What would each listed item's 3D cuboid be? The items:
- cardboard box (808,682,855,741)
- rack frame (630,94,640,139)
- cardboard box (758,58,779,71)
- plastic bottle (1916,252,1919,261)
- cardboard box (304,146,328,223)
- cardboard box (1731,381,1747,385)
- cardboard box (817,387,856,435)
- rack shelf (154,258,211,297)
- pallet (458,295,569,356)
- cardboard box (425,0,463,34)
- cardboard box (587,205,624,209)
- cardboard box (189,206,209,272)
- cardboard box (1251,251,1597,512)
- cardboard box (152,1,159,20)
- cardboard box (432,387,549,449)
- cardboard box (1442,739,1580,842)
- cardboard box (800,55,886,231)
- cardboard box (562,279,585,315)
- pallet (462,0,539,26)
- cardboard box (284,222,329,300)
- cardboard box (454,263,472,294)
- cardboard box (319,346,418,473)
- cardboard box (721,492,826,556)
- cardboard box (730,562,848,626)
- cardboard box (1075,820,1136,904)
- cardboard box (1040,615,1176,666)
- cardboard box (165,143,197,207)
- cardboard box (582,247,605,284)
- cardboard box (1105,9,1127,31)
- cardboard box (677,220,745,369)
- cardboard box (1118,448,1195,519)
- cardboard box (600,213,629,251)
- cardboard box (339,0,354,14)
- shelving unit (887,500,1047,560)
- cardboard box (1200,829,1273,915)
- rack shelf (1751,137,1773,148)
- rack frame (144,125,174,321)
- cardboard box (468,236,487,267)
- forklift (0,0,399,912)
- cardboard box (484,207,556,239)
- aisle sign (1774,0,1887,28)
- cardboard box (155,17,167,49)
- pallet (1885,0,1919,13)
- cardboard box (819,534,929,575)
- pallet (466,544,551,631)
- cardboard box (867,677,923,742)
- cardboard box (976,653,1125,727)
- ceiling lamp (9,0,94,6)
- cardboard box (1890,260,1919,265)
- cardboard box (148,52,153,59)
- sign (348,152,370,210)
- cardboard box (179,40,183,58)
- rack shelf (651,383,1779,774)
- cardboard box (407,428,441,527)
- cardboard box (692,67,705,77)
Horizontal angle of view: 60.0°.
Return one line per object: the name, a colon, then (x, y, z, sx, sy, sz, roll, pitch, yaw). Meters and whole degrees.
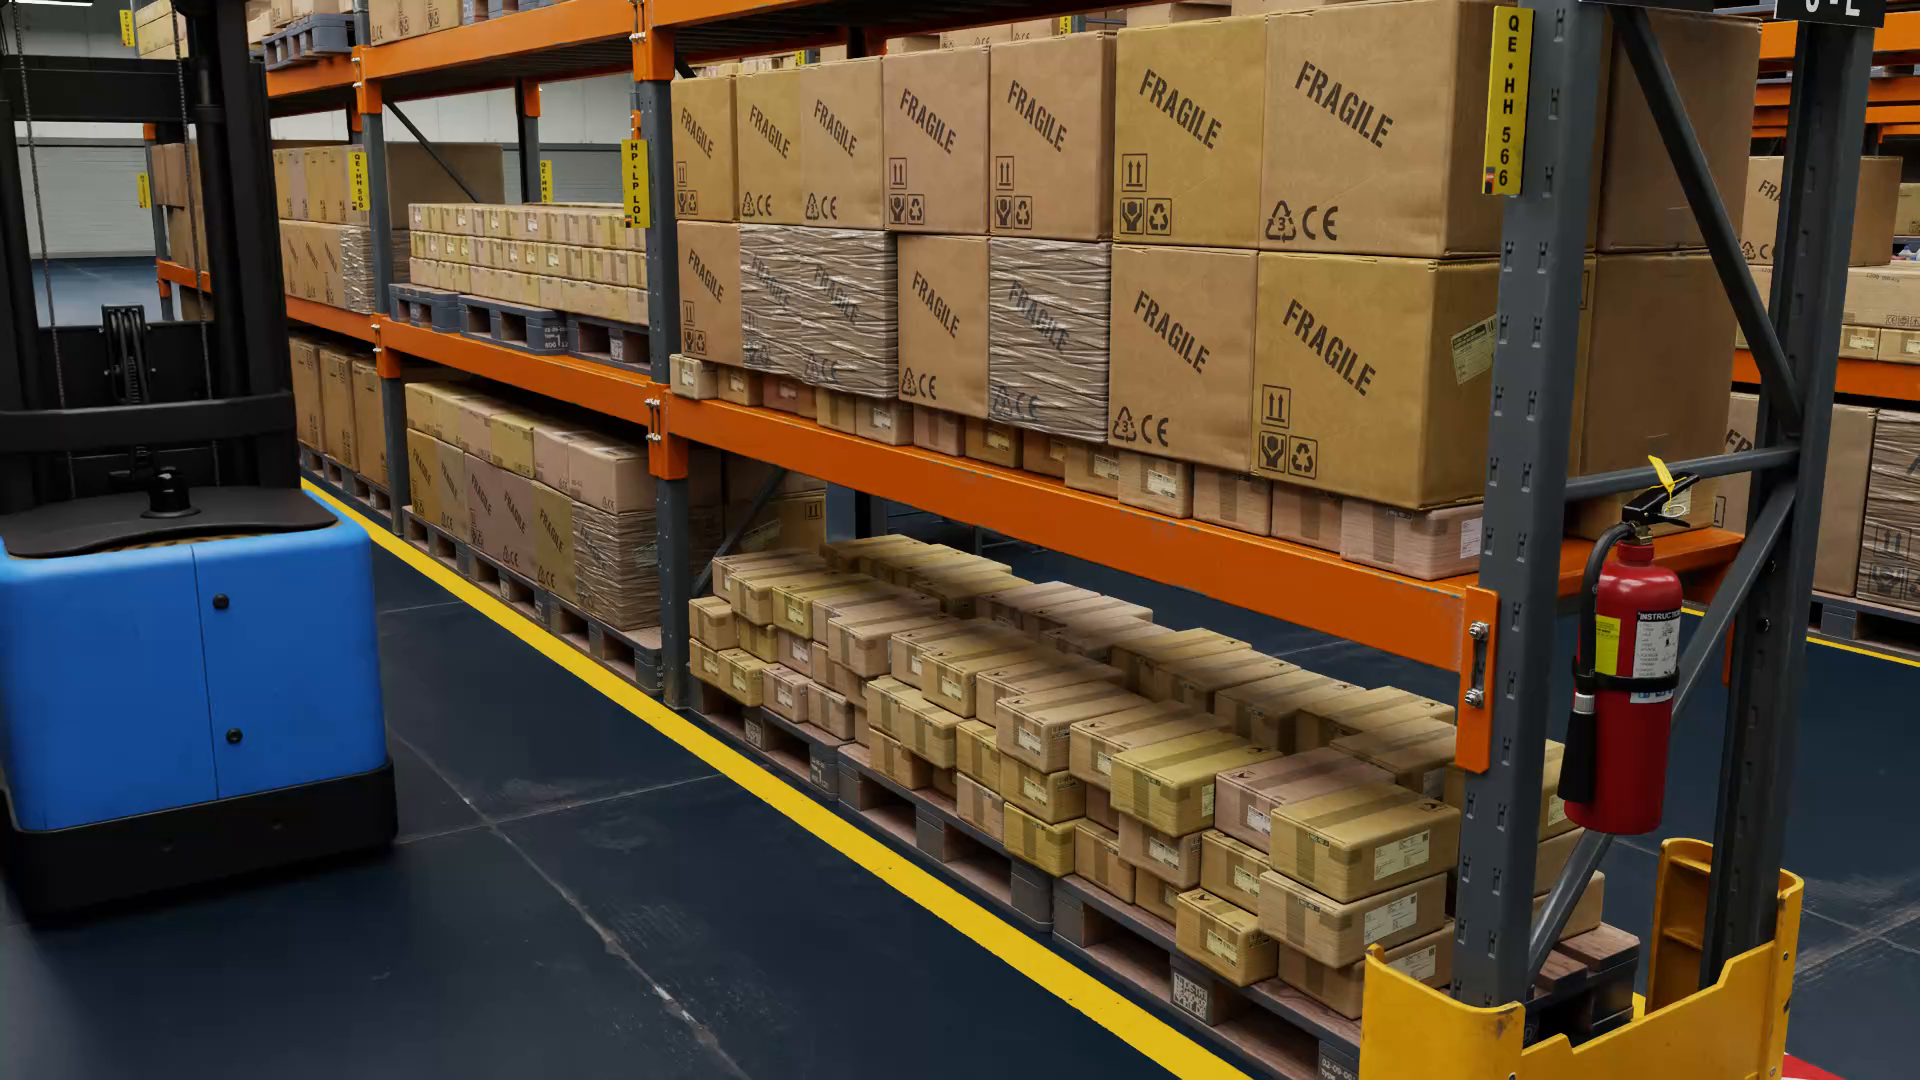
cardboard box: (-0.314, 0.575, 5.901, 0.380, 0.149, 0.250, -8, 15, -34)
rack frame: (-3.223, -3.543, 19.043, 1.000, 3.000, 0.127, -8, 15, -33)
cardboard box: (-1.710, -4.535, 15.975, 0.380, 0.149, 0.250, -9, 15, -36)
plastic bottle: (7.062, -1.967, 12.124, 0.152, 0.276, 0.135, -8, 15, -33)
cardboard box: (-4.067, -2.441, 11.430, 0.700, 0.500, 0.500, -8, 15, -33)
cardboard box: (3.725, -0.449, 8.886, 0.875, 0.875, 0.875, -8, 15, -33)
cardboard box: (-0.247, -0.448, 5.478, 0.380, 0.149, 0.250, -8, 15, -32)
rack shelf: (-6.300, -2.267, 14.891, 1.077, 0.370, 4.000, -8, 15, -33)
pallet: (-1.845, -1.110, 8.367, 1.003, 0.211, 1.213, -8, 15, -33)
cardboard box: (-2.316, -2.756, 8.188, 0.500, 0.500, 0.500, -8, 15, -33)
cardboard box: (-1.760, -1.709, 8.870, 0.380, 0.149, 0.250, -8, 15, -33)
cardboard box: (-6.308, -2.688, 14.780, 0.875, 0.550, 0.500, -8, 15, -33)
cardboard box: (0.994, -0.372, 3.612, 0.500, 0.500, 0.500, -8, 15, -32)
cardboard box: (-6.925, -4.682, 14.735, 0.380, 0.149, 0.250, -8, 15, -34)
cardboard box: (-2.514, -0.660, 8.972, 0.500, 0.250, 0.500, -8, 15, -33)
cardboard box: (1.449, 0.635, 4.235, 0.380, 0.149, 0.250, -9, 15, -35)
cardboard box: (-0.159, -1.230, 5.193, 0.500, 0.500, 0.500, -8, 15, -32)
cardboard box: (-1.564, -1.105, 7.498, 0.380, 0.149, 0.250, -9, 15, -36)
pallet: (-1.590, -2.520, 7.783, 1.213, 0.211, 1.003, -8, 15, -33)
cardboard box: (-4.288, -1.917, 11.372, 0.500, 0.500, 0.500, -8, 15, -32)
cardboard box: (-2.446, -1.387, 8.787, 0.380, 0.149, 0.250, -7, 14, -30)
cardboard box: (-3.725, -0.932, 11.383, 1.050, 0.750, 0.750, -8, 15, -32)
cardboard box: (-0.948, 0.013, 7.648, 0.500, 0.500, 0.500, -7, 14, -31)
cardboard box: (-0.638, 0.199, 6.229, 0.380, 0.149, 0.250, -7, 14, -30)
cardboard box: (0.542, 0.857, 4.613, 0.380, 0.149, 0.250, -8, 15, -32)
cardboard box: (0.485, 0.370, 5.447, 0.380, 0.149, 0.250, -8, 15, -33)
cardboard box: (-6.656, -3.302, 15.060, 0.875, 0.550, 0.550, -8, 15, -33)
cardboard box: (-1.426, -1.206, 7.265, 0.380, 0.149, 0.250, -7, 14, -30)
cardboard box: (1.163, -3.993, 12.674, 0.500, 0.500, 0.500, -8, 15, -32)
cardboard box: (-0.695, -0.916, 6.100, 0.500, 0.500, 0.500, -8, 15, -34)
cardboard box: (0.622, -0.164, 4.181, 0.380, 0.149, 0.250, -8, 14, -31)
cardboard box: (-1.294, -1.309, 7.039, 0.380, 0.149, 0.250, -9, 15, -34)
cardboard box: (-3.491, -3.237, 9.951, 0.380, 0.166, 0.250, -8, 15, -33)
shelving unit: (0.004, -0.548, 9.736, 0.538, 1.125, 1.048, -8, 15, -33)
cardboard box: (0.827, 0.801, 4.173, 0.380, 0.149, 0.250, -9, 15, -34)
rack shelf: (10.256, -6.060, 25.216, 1.077, 0.370, 4.000, -8, 15, -33)
rack frame: (-7.408, -2.974, 16.441, 1.000, 3.000, 0.127, -8, 15, -33)
cardboard box: (-2.295, -1.485, 8.540, 0.380, 0.149, 0.250, -8, 15, -33)
forklift: (-3.005, -0.631, 5.887, 1.130, 2.935, 3.031, -8, 15, -32)
cardboard box: (-2.151, -1.586, 8.304, 0.380, 0.149, 0.250, -8, 14, -31)
aisle sign: (1.747, -1.421, 3.254, 0.394, 0.787, 0.004, -8, 15, -33)
cardboard box: (-6.792, -4.470, 14.695, 0.500, 0.250, 0.500, -8, 15, -33)
pallet: (4.542, -2.468, 7.311, 1.003, 0.211, 1.213, -8, 15, -33)
cardboard box: (-0.346, 0.089, 6.729, 0.380, 0.149, 0.250, -8, 14, -31)
pallet: (-1.872, 0.167, 8.605, 1.003, 0.211, 1.213, -8, 15, -33)
cardboard box: (-0.078, 0.530, 5.408, 0.380, 0.149, 0.250, -8, 15, -33)
cardboard box: (0.272, 0.467, 5.003, 0.380, 0.149, 0.250, -9, 15, -35)
ceiling lamp: (-20.342, -13.419, 36.497, 2.000, 3.185, 0.800, -8, 15, -33)
cardboard box: (4.461, -1.251, 8.217, 0.500, 0.250, 0.500, -8, 15, -32)
cardboard box: (-7.205, -4.382, 15.228, 0.380, 0.149, 0.250, -8, 15, -33)
sign: (-3.436, -2.051, 9.508, 0.100, 0.325, 0.005, -8, 15, -33)
cardboard box: (-6.367, -4.113, 13.997, 0.380, 0.149, 0.250, -8, 15, -33)
rack shelf: (0.349, -0.133, 5.132, 1.077, 0.370, 4.000, -8, 15, -33)
cardboard box: (-2.796, -0.379, 9.443, 0.500, 0.500, 0.500, -9, 15, -35)
cardboard box: (-2.571, -4.818, 17.271, 0.380, 0.149, 0.250, -9, 15, -35)
